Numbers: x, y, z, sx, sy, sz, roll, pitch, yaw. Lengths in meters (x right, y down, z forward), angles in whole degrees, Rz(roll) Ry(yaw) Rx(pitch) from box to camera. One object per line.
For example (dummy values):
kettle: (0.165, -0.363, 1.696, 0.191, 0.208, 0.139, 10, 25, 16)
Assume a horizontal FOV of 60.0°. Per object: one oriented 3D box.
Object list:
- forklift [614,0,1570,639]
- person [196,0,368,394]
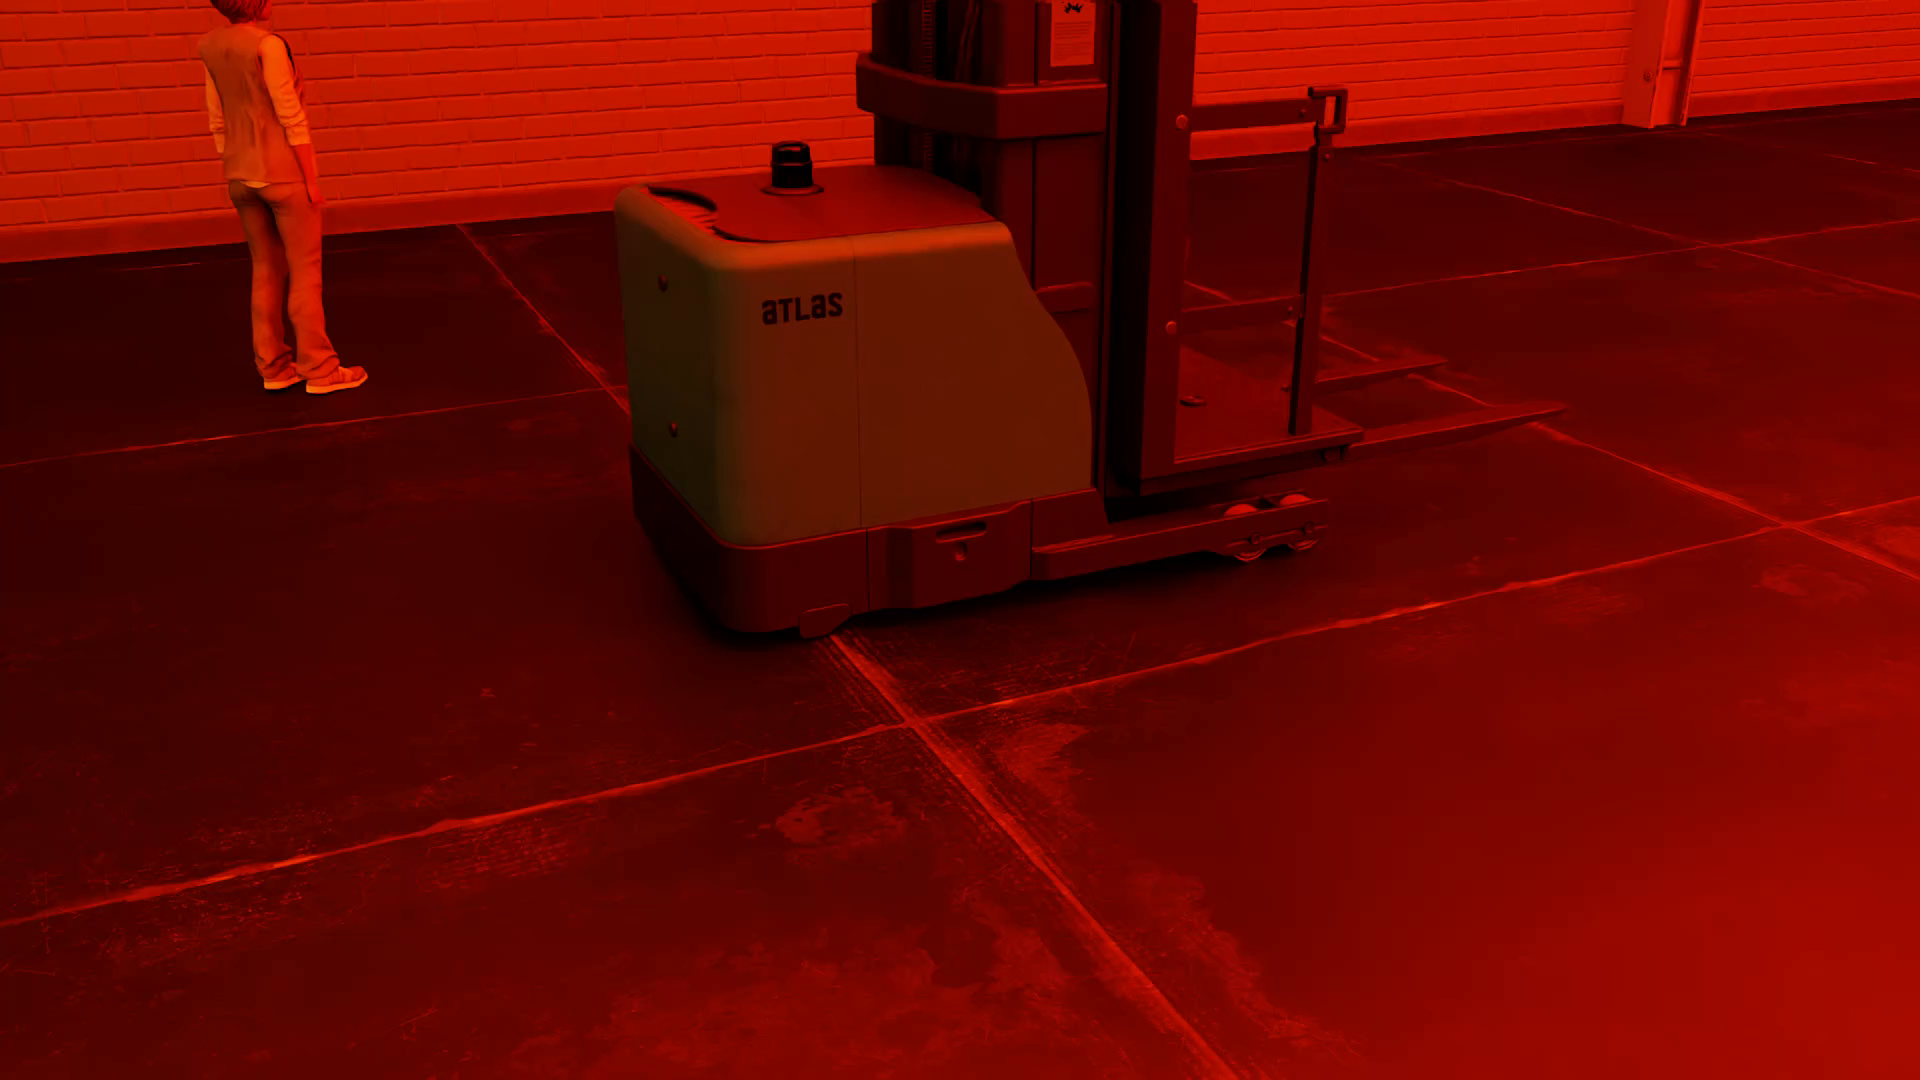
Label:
forklift: (0.553, -1.463, 4.807, 3.031, 2.935, 1.130, -10, 25, -23)
person: (-2.578, -1.345, 6.258, 0.418, 1.603, 0.317, 9, 24, 20)
